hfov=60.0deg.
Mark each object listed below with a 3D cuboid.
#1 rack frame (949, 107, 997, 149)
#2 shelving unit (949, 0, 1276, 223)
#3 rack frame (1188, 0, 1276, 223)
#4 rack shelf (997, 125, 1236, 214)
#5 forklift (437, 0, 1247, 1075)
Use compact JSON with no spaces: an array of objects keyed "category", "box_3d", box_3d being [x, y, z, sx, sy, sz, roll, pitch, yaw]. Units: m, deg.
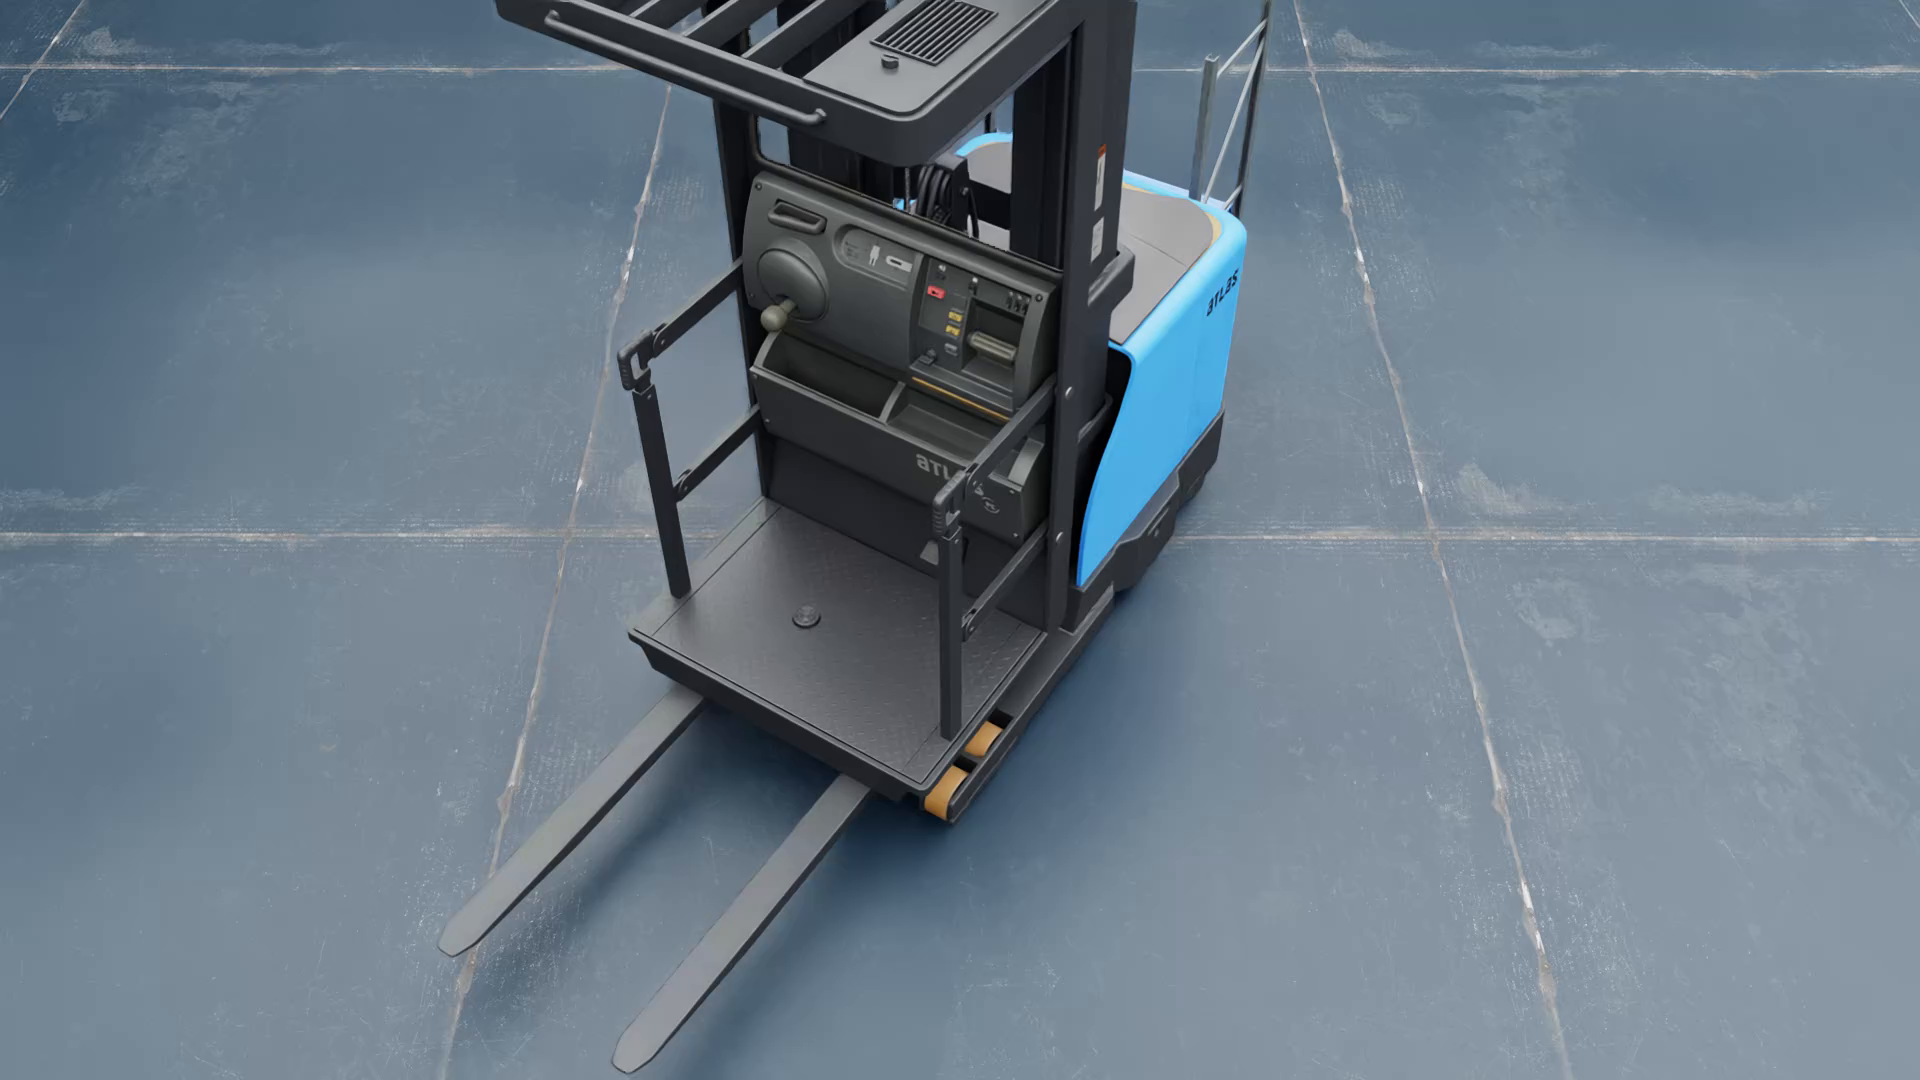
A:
[{"category":"rack frame","box_3d":[0.003,-1.478,6.101,0.032,1.500,0.500,23,51,20]},{"category":"shelving unit","box_3d":[0.443,-1.292,5.927,1.048,1.500,0.538,23,51,20]},{"category":"rack frame","box_3d":[0.883,-1.106,5.754,0.032,1.500,0.500,23,51,20]},{"category":"rack shelf","box_3d":[0.443,-1.169,6.059,1.000,0.185,0.538,23,51,20]},{"category":"forklift","box_3d":[-0.299,-0.562,4.271,1.130,2.935,3.031,25,52,22]}]
